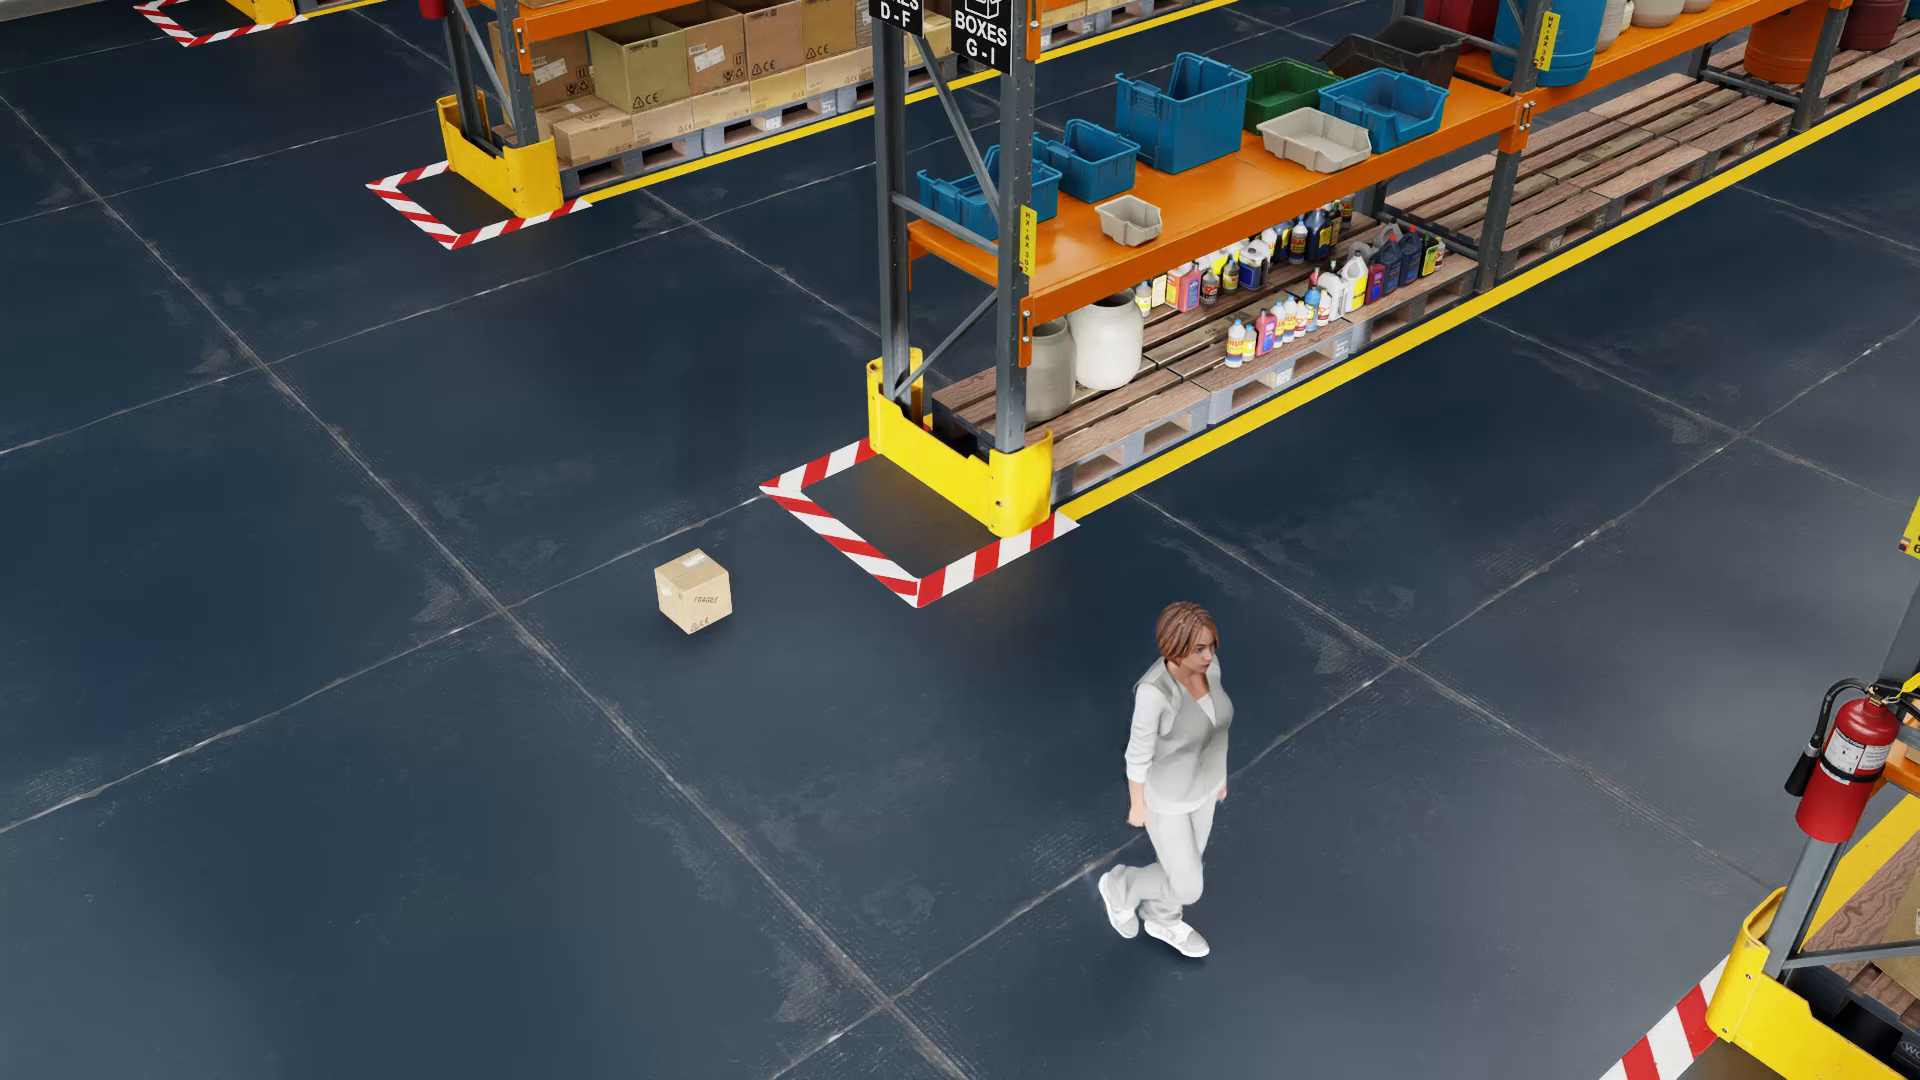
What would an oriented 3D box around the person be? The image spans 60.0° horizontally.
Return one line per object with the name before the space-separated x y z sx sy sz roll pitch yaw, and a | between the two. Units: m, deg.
person | 0.756 0.871 5.861 0.447 1.590 0.414 28 45 33
